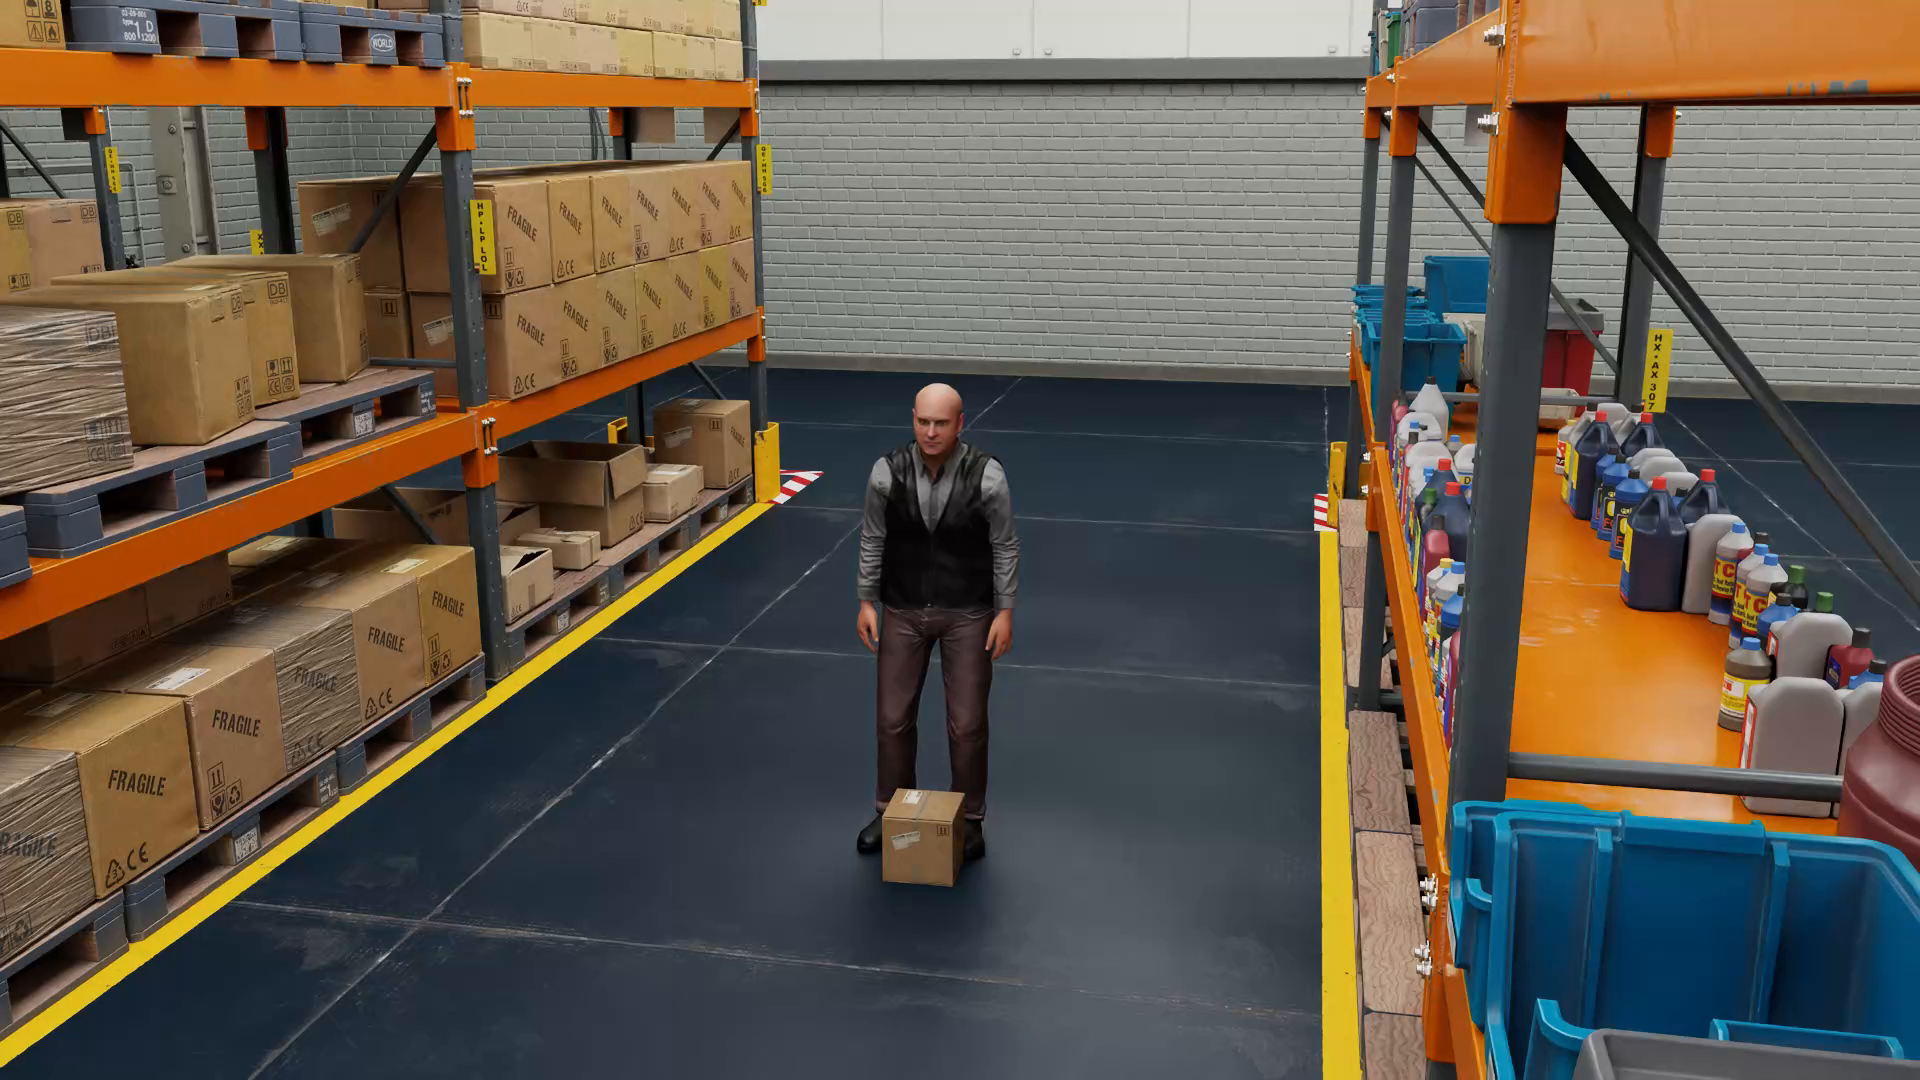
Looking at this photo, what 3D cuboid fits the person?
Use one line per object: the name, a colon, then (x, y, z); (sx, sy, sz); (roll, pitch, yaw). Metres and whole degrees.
person: (-0.078, 0.326, 6.010); (0.584, 1.615, 0.412); (3, 15, 10)
